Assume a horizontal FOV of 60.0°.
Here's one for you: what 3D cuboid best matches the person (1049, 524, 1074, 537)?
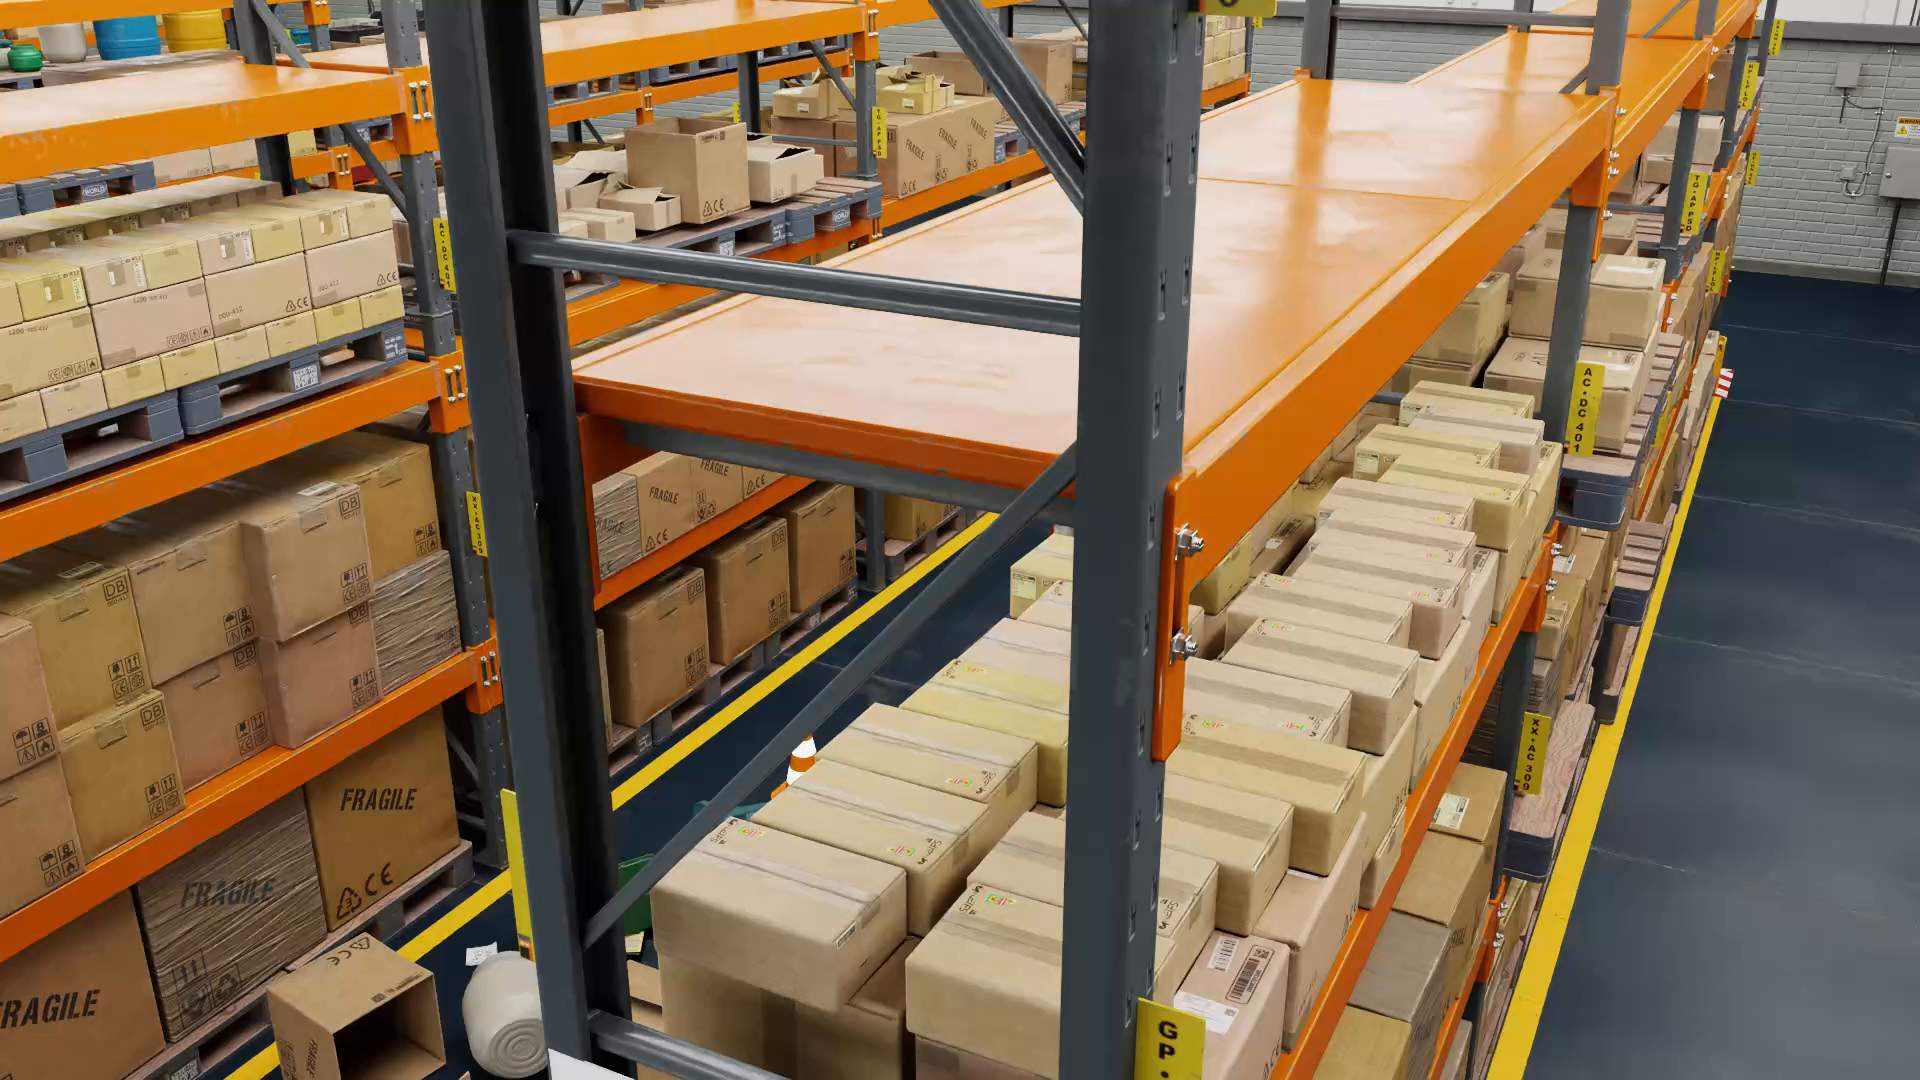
[{"bbox_3d":[0.763,0.249,10.141,0.451,1.775,0.611,9,24,22],"label":"person"}]
